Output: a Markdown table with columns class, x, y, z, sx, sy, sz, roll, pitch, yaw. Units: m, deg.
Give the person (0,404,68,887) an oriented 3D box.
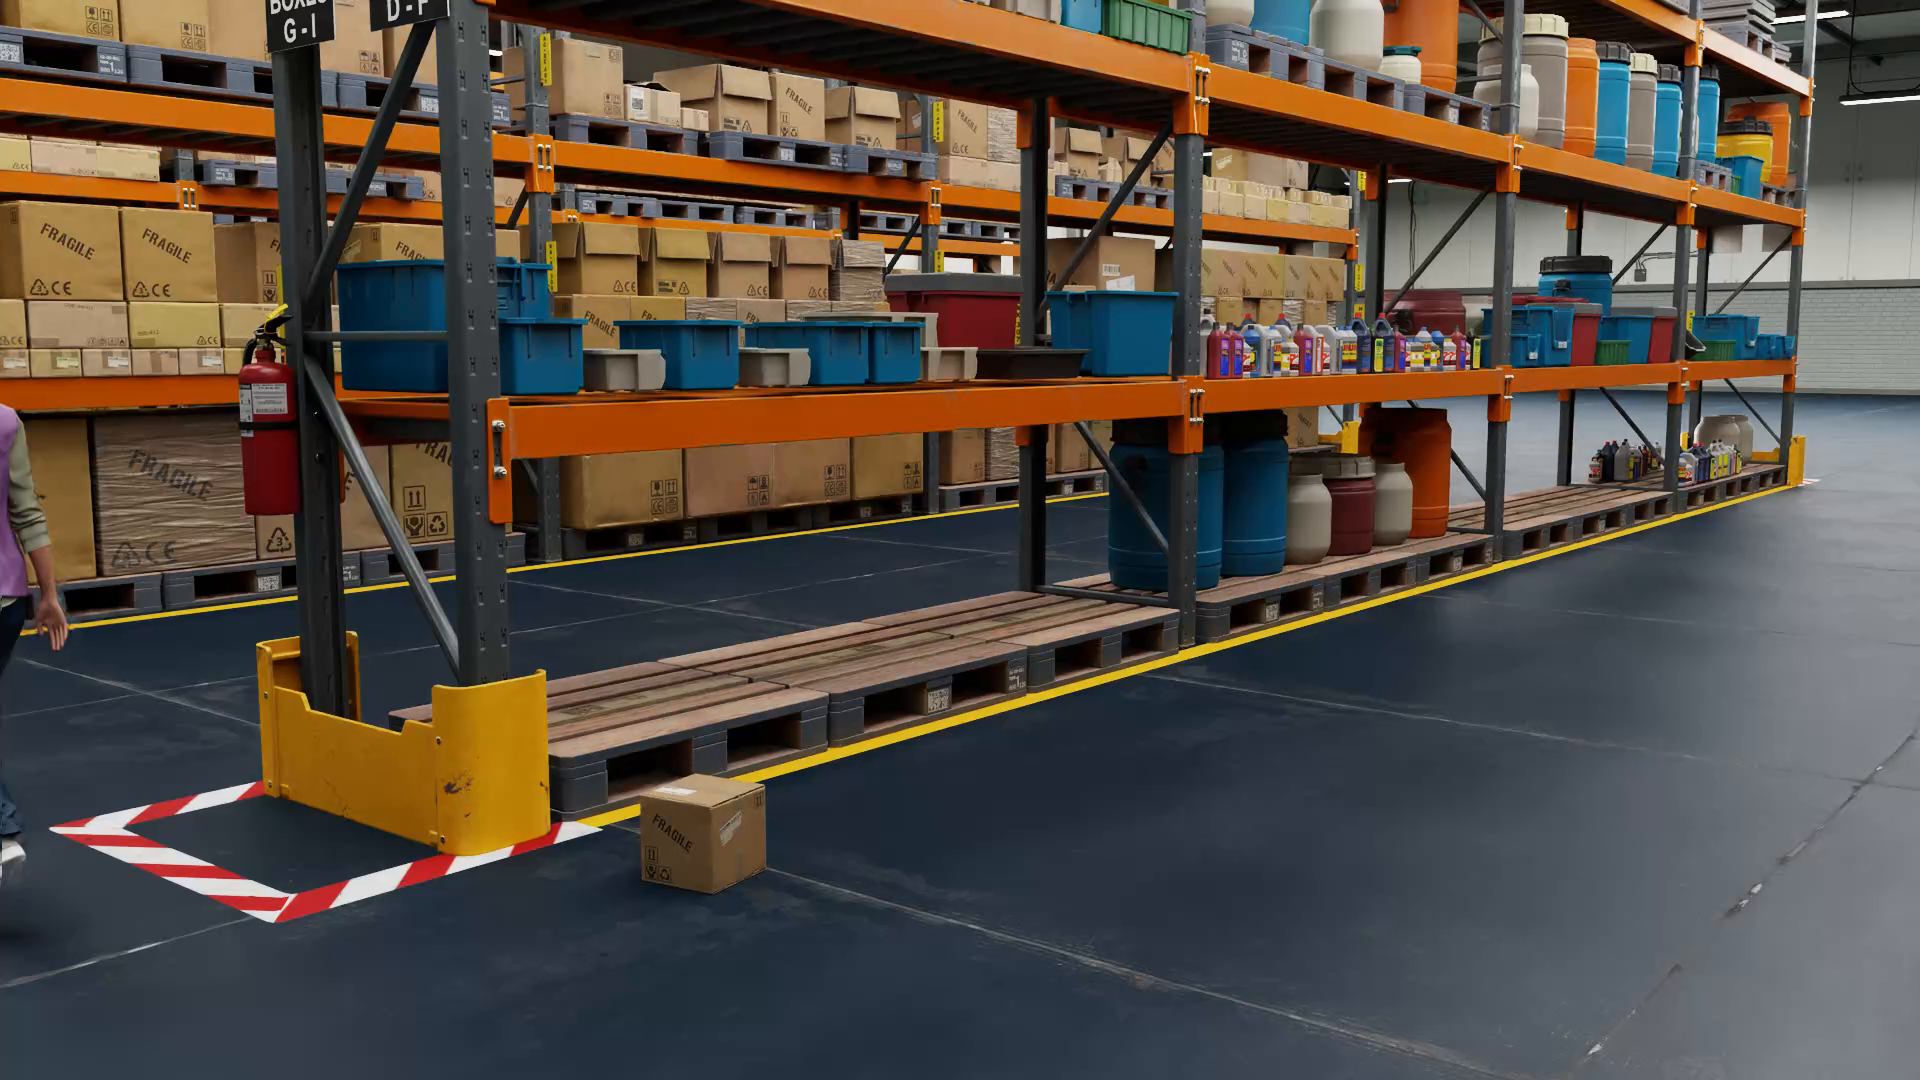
| class | x | y | z | sx | sy | sz | roll | pitch | yaw |
| --- | --- | --- | --- | --- | --- | --- | --- | --- | --- |
| person | -2.697 | 0.163 | 4.493 | 0.930 | 1.549 | 0.473 | 6 | 9 | 41 |
